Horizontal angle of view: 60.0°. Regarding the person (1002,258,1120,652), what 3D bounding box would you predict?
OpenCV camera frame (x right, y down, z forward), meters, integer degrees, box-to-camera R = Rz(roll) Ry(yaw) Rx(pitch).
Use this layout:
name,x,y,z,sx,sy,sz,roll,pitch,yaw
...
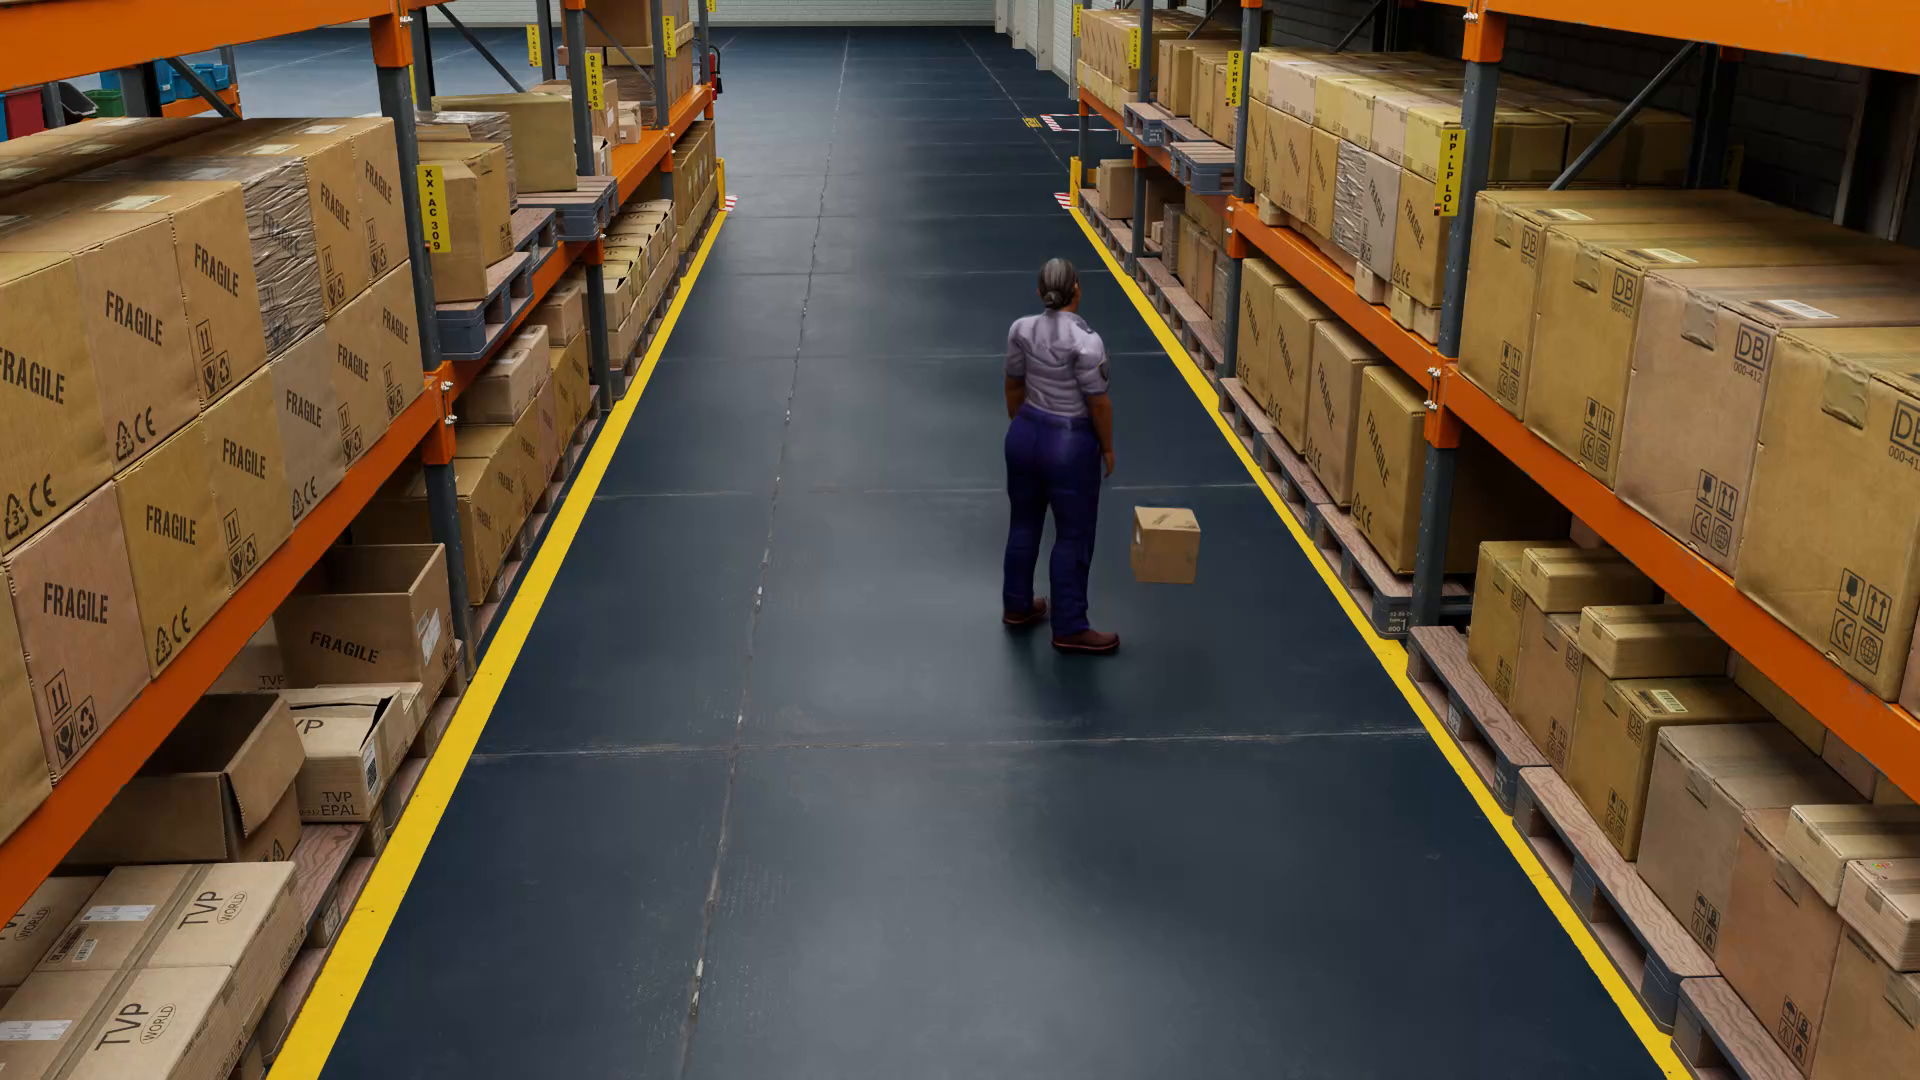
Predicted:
name,x,y,z,sx,sy,sz,roll,pitch,yaw
person,0.422,-0.359,7.015,0.592,1.647,0.368,16,26,36
